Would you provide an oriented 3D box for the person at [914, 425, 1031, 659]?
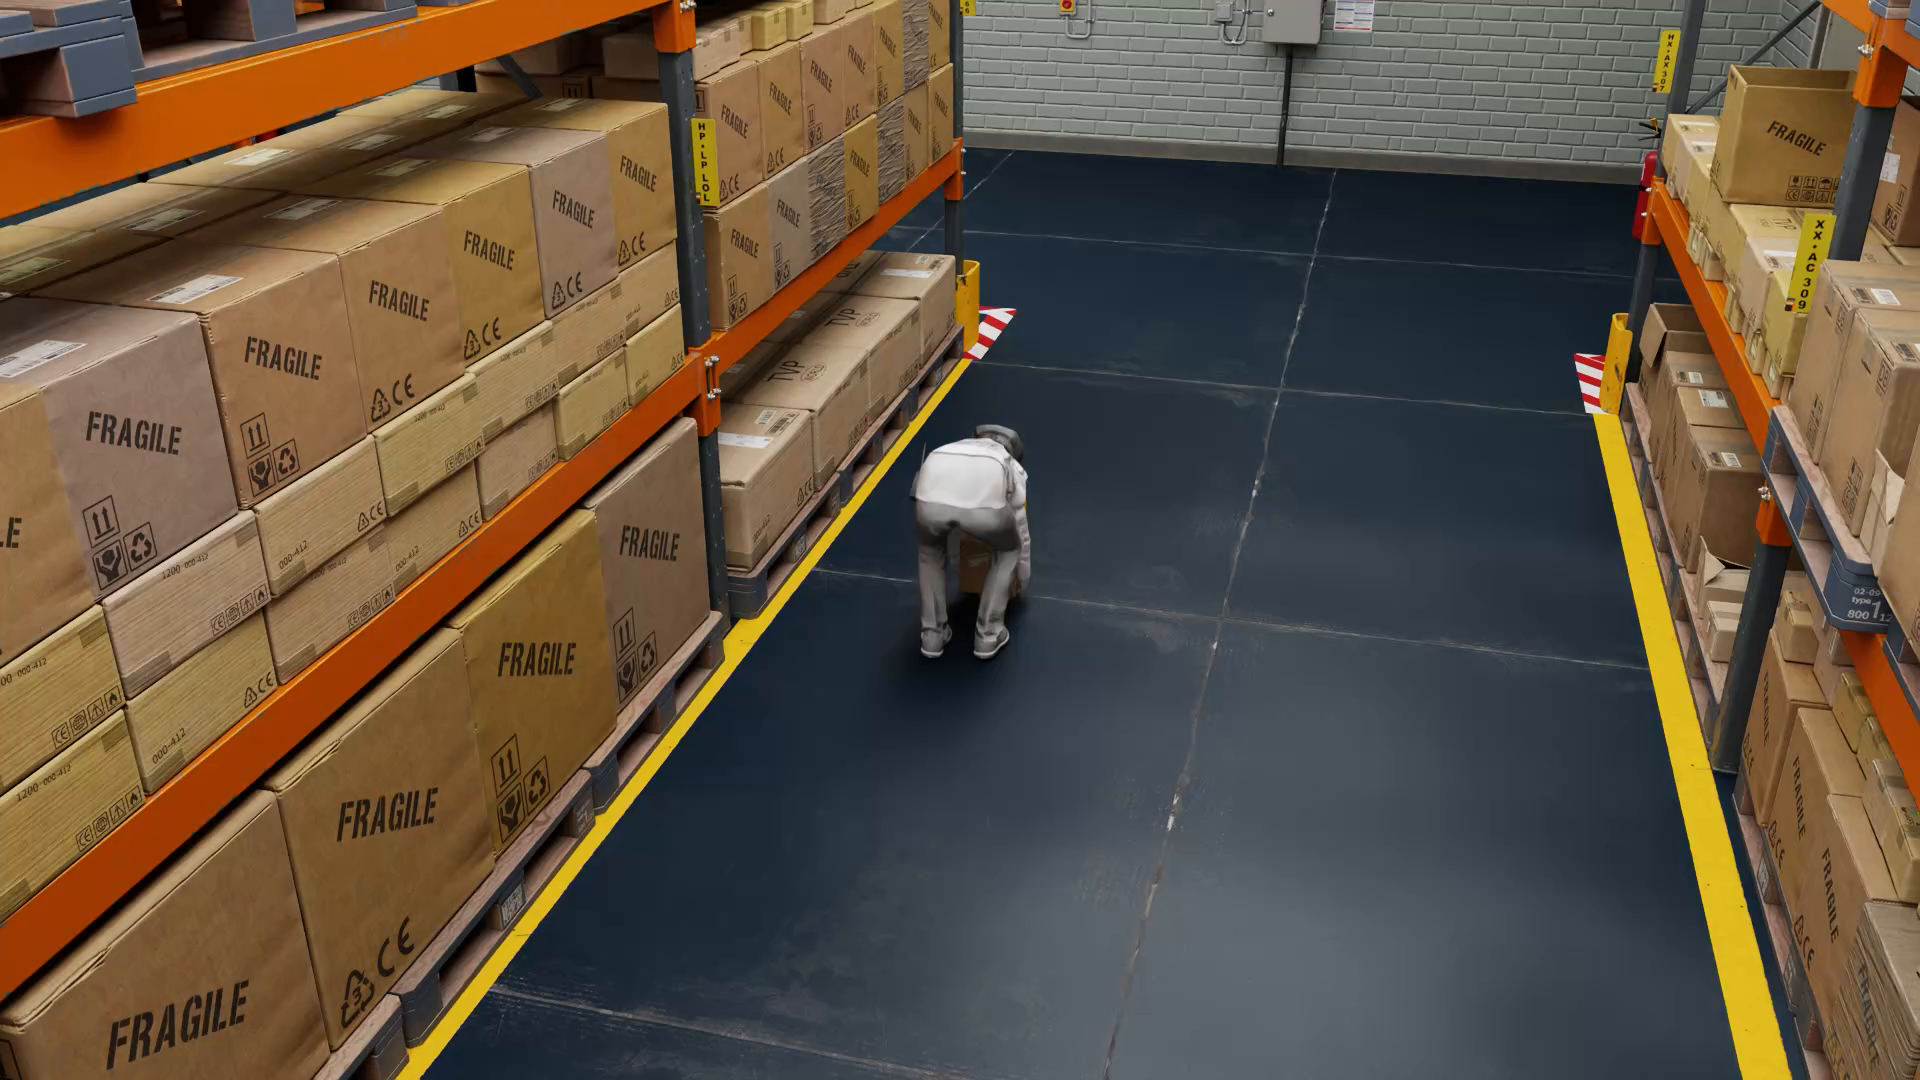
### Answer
[{"bbox_3d":[0.051,-0.017,7.027,0.445,0.906,0.876,5,26,11],"label":"person"}]
